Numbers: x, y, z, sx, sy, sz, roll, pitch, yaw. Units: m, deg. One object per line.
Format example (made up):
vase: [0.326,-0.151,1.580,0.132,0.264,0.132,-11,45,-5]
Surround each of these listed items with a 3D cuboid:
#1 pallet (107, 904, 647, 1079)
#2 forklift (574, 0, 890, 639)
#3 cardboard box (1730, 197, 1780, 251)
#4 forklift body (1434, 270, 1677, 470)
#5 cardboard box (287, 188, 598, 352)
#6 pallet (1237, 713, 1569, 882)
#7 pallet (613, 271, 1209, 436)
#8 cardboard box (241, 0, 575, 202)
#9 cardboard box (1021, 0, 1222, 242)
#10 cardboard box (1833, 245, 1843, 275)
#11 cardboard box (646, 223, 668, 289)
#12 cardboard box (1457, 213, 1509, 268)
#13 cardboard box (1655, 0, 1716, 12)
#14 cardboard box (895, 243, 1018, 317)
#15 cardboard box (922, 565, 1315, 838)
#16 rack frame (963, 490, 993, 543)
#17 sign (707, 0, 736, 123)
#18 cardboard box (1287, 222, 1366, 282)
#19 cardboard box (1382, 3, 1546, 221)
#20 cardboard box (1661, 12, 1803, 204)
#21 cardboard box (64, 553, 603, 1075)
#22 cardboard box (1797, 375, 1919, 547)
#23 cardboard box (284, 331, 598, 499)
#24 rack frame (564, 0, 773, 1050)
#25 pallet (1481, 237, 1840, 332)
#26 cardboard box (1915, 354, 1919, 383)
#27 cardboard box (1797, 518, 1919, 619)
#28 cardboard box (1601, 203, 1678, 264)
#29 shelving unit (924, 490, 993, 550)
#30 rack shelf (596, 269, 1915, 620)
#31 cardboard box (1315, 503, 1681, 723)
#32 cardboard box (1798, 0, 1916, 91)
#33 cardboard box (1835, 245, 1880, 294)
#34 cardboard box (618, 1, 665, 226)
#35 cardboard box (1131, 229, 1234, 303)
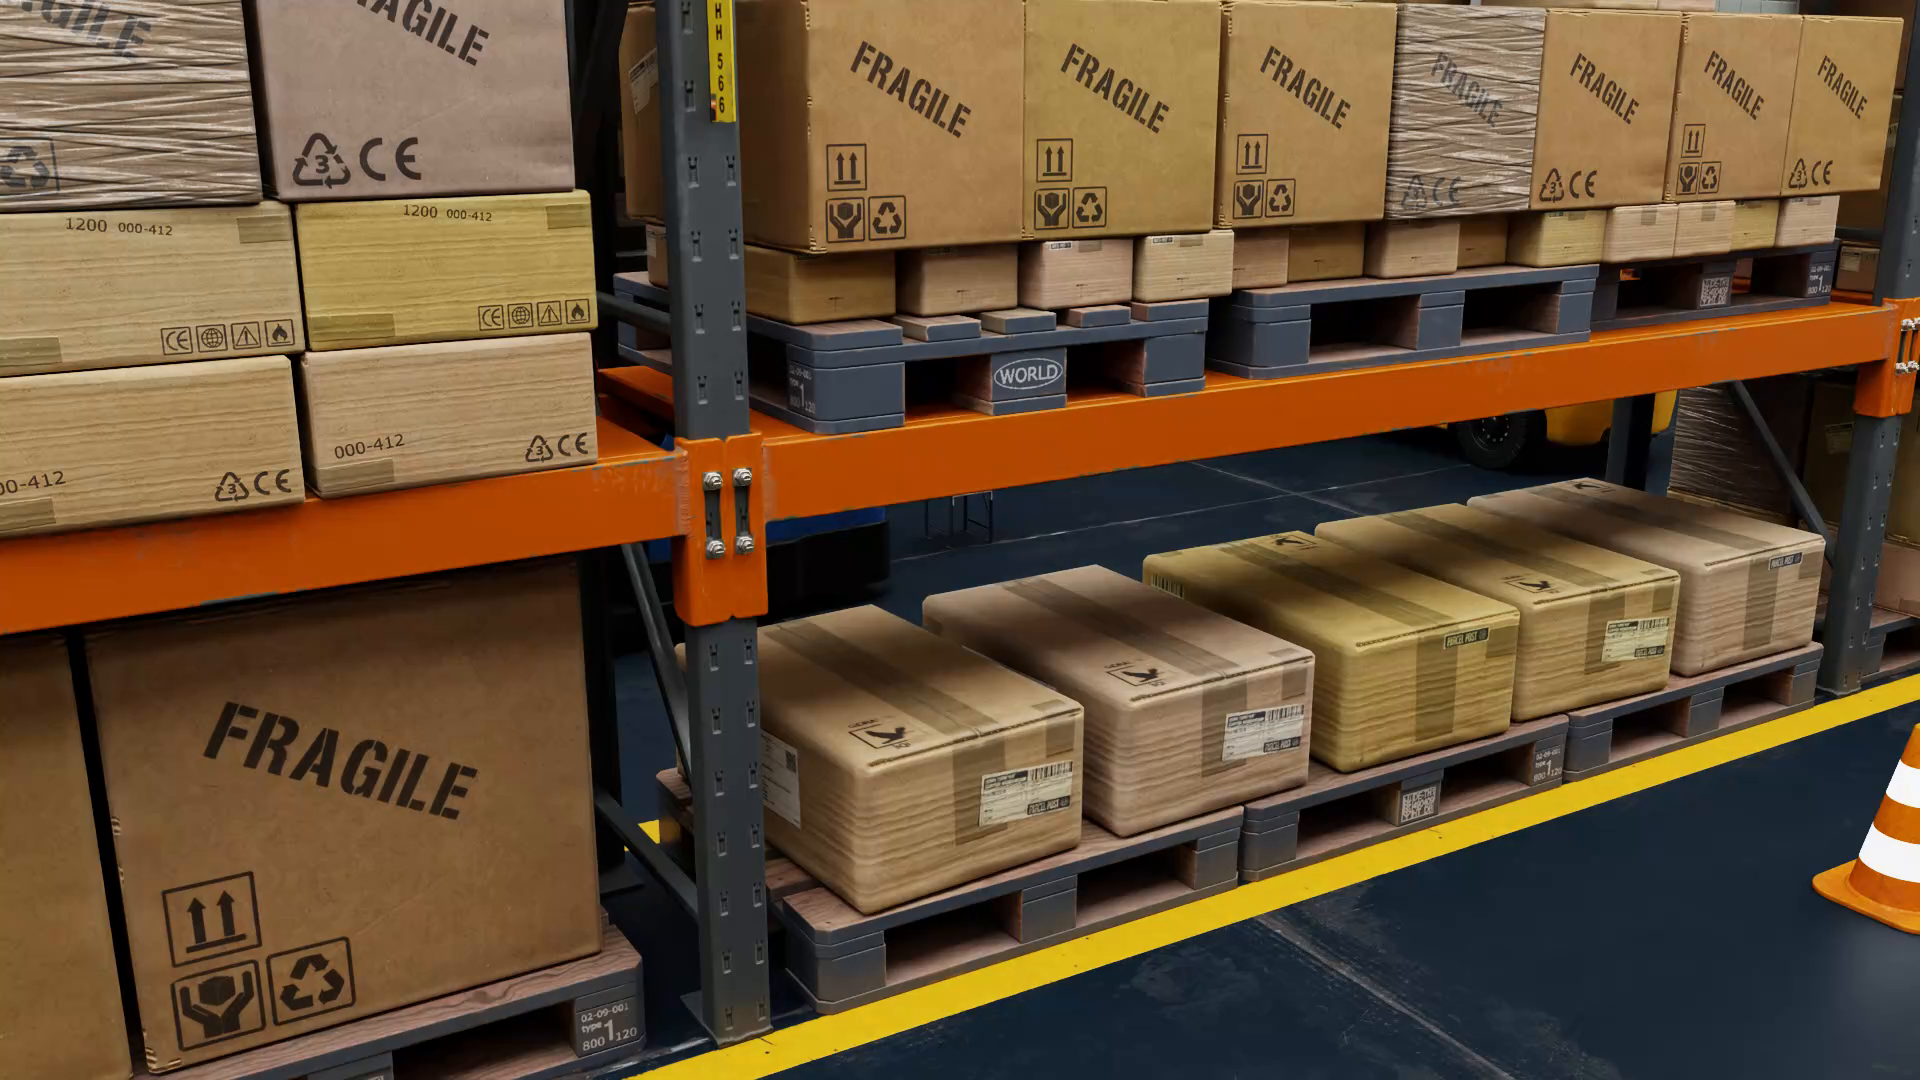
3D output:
pallet: [-1.431,0.952,3.624,1.213,0.211,1.003,-9,18,-30]
forklift: [-1.778,-1.072,5.805,3.031,2.935,1.130,-11,19,-34]
cardboard box: [2.179,-0.952,4.938,0.250,0.149,0.380,-10,18,-31]
forklift body: [2.896,-1.649,9.307,1.214,2.155,2.313,-9,18,-30]
cardboard box: [-1.000,-0.526,3.079,0.500,0.250,0.500,-9,18,-30]
pallet: [0.999,0.583,4.940,1.213,0.211,1.003,-9,18,-30]
pallet: [-0.160,-0.515,4.043,1.003,0.211,1.213,-9,18,-30]
cardboard box: [-1.024,-0.880,2.955,0.500,0.500,0.500,-10,18,-31]
cardboard box: [0.232,-0.960,3.762,0.500,0.500,0.500,-8,18,-27]
cardboard box: [3.042,-1.070,6.134,0.250,0.149,0.380,-9,18,-28]
cardboard box: [-0.556,-0.664,3.910,0.250,0.149,0.380,-8,18,-28]
cardboard box: [1.253,-0.834,4.514,0.250,0.149,0.380,-10,18,-32]
cardboard box: [1.849,-1.530,4.594,0.250,0.149,0.380,-10,18,-31]
cardboard box: [-0.082,-0.598,3.674,0.250,0.149,0.380,-11,19,-33]
cardboard box: [0.402,0.399,4.519,0.625,0.372,0.950,-10,18,-31]
rack frame: [0.080,-0.446,7.335,0.006,0.900,0.240,-9,18,-30]
sign: [-0.427,-0.913,2.963,0.005,0.325,0.100,-9,18,-30]
cardboard box: [0.811,-0.759,4.247,0.250,0.149,0.380,-8,18,-28]
cardboard box: [1.116,-1.103,4.273,0.500,0.500,0.500,-10,19,-32]
cardboard box: [2.011,-1.246,4.784,0.500,0.500,0.500,-9,18,-29]
cardboard box: [-1.351,0.414,3.532,0.875,0.875,0.875,-9,18,-30]
cardboard box: [3.358,-0.298,5.843,0.500,0.500,0.500,-8,18,-27]
cardboard box: [-1.016,-0.281,3.131,0.500,0.250,0.500,-10,18,-32]
rack frame: [-0.716,-0.483,3.576,0.127,3.000,1.000,-9,18,-30]
pallet: [1.983,-0.874,5.327,1.213,0.211,1.003,-9,18,-30]
cardboard box: [3.496,-0.614,5.768,0.250,0.149,0.380,-9,18,-29]
cardboard box: [3.358,0.063,5.944,0.500,0.250,0.500,-10,19,-32]
cardboard box: [1.760,-0.872,4.651,0.250,0.149,0.380,-9,18,-29]
shelving unit: [-0.007,-0.432,7.284,0.210,0.900,0.258,-9,18,-30]
rack shelf: [0.998,-0.415,4.665,4.000,0.370,1.077,-9,18,-30]
cardboard box: [1.650,0.198,5.236,0.625,0.372,0.950,-8,18,-26]
cardboard box: [3.202,-1.723,5.410,0.500,0.500,0.700,-9,18,-30]
cardboard box: [3.148,-0.888,5.485,0.250,0.149,0.380,-9,18,-30]
cardboard box: [-0.469,-1.004,3.921,0.500,0.500,0.500,-10,18,-31]
cardboard box: [0.423,-0.659,3.891,0.250,0.149,0.380,-9,18,-29]
